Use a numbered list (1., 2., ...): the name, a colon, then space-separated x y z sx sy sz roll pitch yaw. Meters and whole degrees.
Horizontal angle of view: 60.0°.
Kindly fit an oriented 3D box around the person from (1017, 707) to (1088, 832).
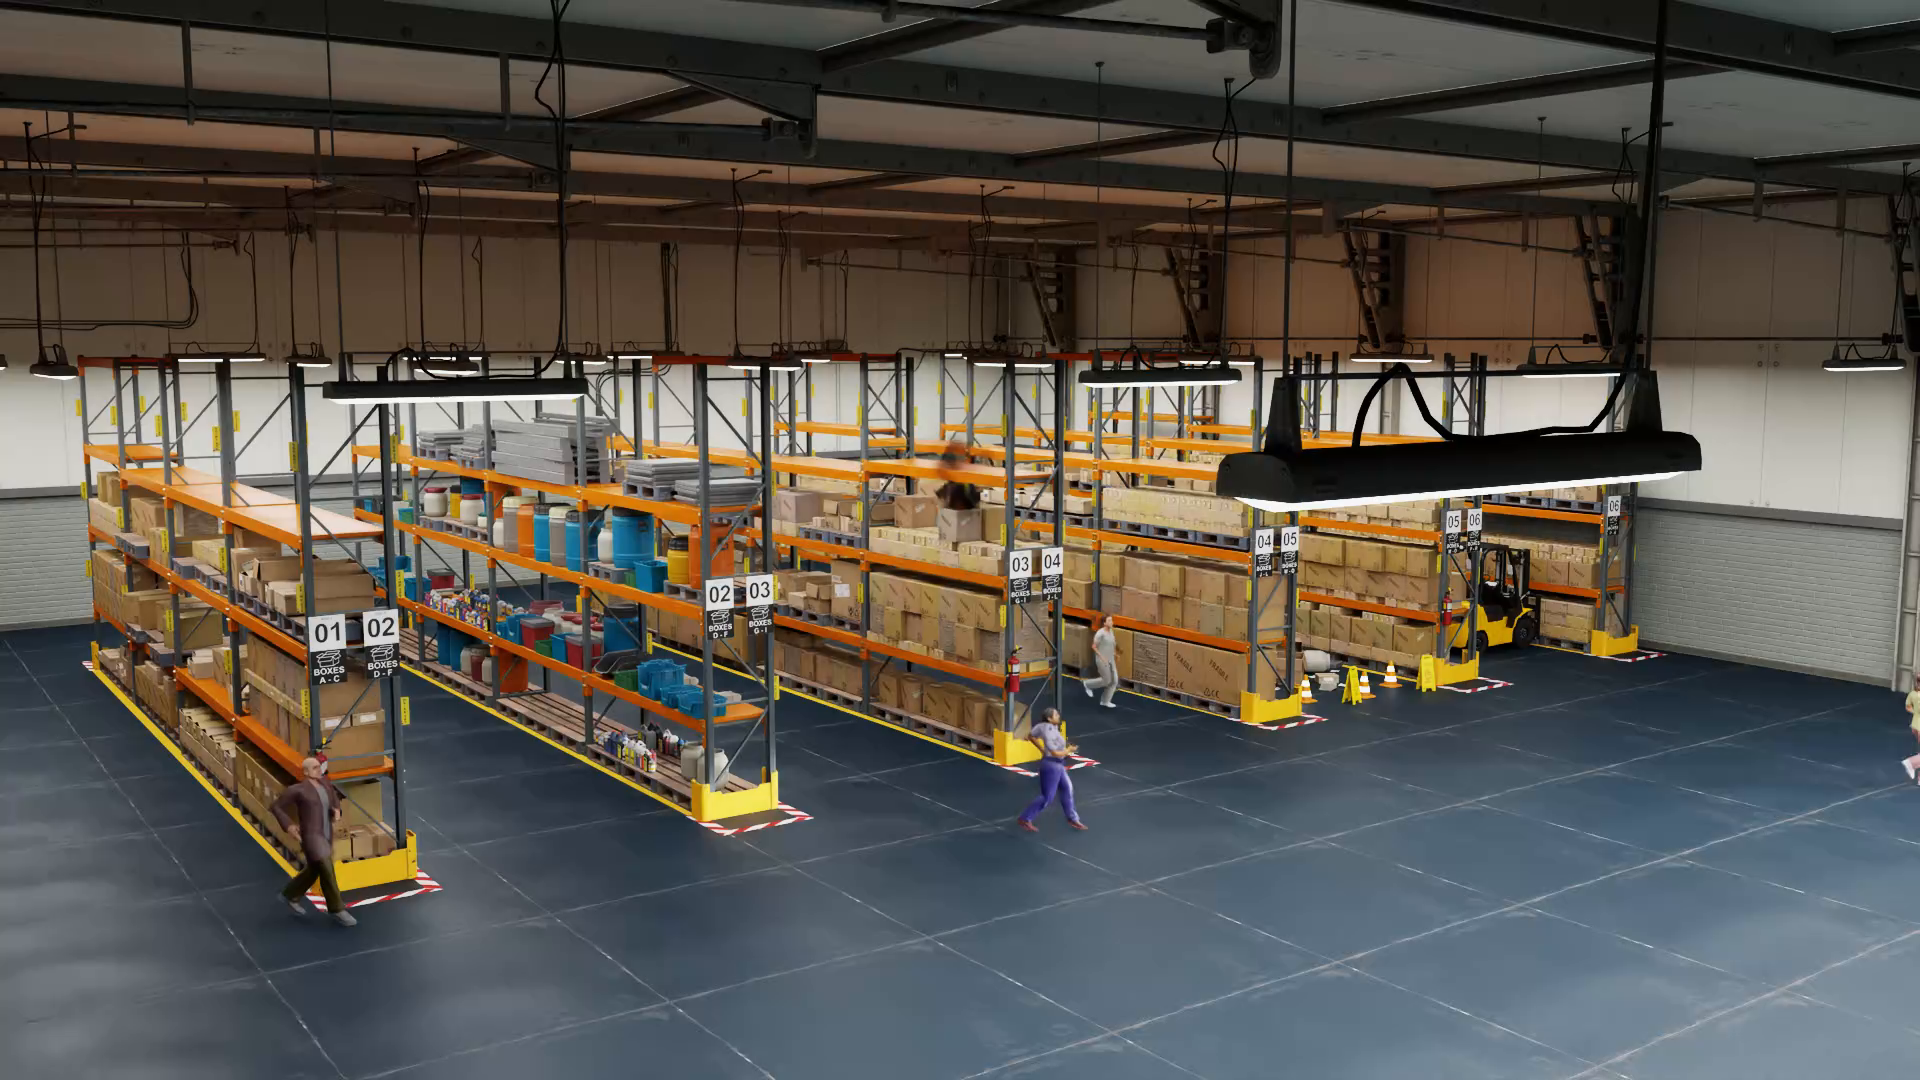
1. person: 1.189 2.940 21.287 0.940 1.651 0.609 0 7 -2

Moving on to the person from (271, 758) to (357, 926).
1. person: -6.992 3.251 18.100 1.006 1.786 0.750 1 7 12

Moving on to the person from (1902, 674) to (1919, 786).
1. person: 13.588 2.681 23.505 0.597 1.624 0.596 -1 7 -8

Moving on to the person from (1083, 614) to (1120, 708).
1. person: 2.442 2.060 28.700 0.622 1.621 0.550 7 10 44
